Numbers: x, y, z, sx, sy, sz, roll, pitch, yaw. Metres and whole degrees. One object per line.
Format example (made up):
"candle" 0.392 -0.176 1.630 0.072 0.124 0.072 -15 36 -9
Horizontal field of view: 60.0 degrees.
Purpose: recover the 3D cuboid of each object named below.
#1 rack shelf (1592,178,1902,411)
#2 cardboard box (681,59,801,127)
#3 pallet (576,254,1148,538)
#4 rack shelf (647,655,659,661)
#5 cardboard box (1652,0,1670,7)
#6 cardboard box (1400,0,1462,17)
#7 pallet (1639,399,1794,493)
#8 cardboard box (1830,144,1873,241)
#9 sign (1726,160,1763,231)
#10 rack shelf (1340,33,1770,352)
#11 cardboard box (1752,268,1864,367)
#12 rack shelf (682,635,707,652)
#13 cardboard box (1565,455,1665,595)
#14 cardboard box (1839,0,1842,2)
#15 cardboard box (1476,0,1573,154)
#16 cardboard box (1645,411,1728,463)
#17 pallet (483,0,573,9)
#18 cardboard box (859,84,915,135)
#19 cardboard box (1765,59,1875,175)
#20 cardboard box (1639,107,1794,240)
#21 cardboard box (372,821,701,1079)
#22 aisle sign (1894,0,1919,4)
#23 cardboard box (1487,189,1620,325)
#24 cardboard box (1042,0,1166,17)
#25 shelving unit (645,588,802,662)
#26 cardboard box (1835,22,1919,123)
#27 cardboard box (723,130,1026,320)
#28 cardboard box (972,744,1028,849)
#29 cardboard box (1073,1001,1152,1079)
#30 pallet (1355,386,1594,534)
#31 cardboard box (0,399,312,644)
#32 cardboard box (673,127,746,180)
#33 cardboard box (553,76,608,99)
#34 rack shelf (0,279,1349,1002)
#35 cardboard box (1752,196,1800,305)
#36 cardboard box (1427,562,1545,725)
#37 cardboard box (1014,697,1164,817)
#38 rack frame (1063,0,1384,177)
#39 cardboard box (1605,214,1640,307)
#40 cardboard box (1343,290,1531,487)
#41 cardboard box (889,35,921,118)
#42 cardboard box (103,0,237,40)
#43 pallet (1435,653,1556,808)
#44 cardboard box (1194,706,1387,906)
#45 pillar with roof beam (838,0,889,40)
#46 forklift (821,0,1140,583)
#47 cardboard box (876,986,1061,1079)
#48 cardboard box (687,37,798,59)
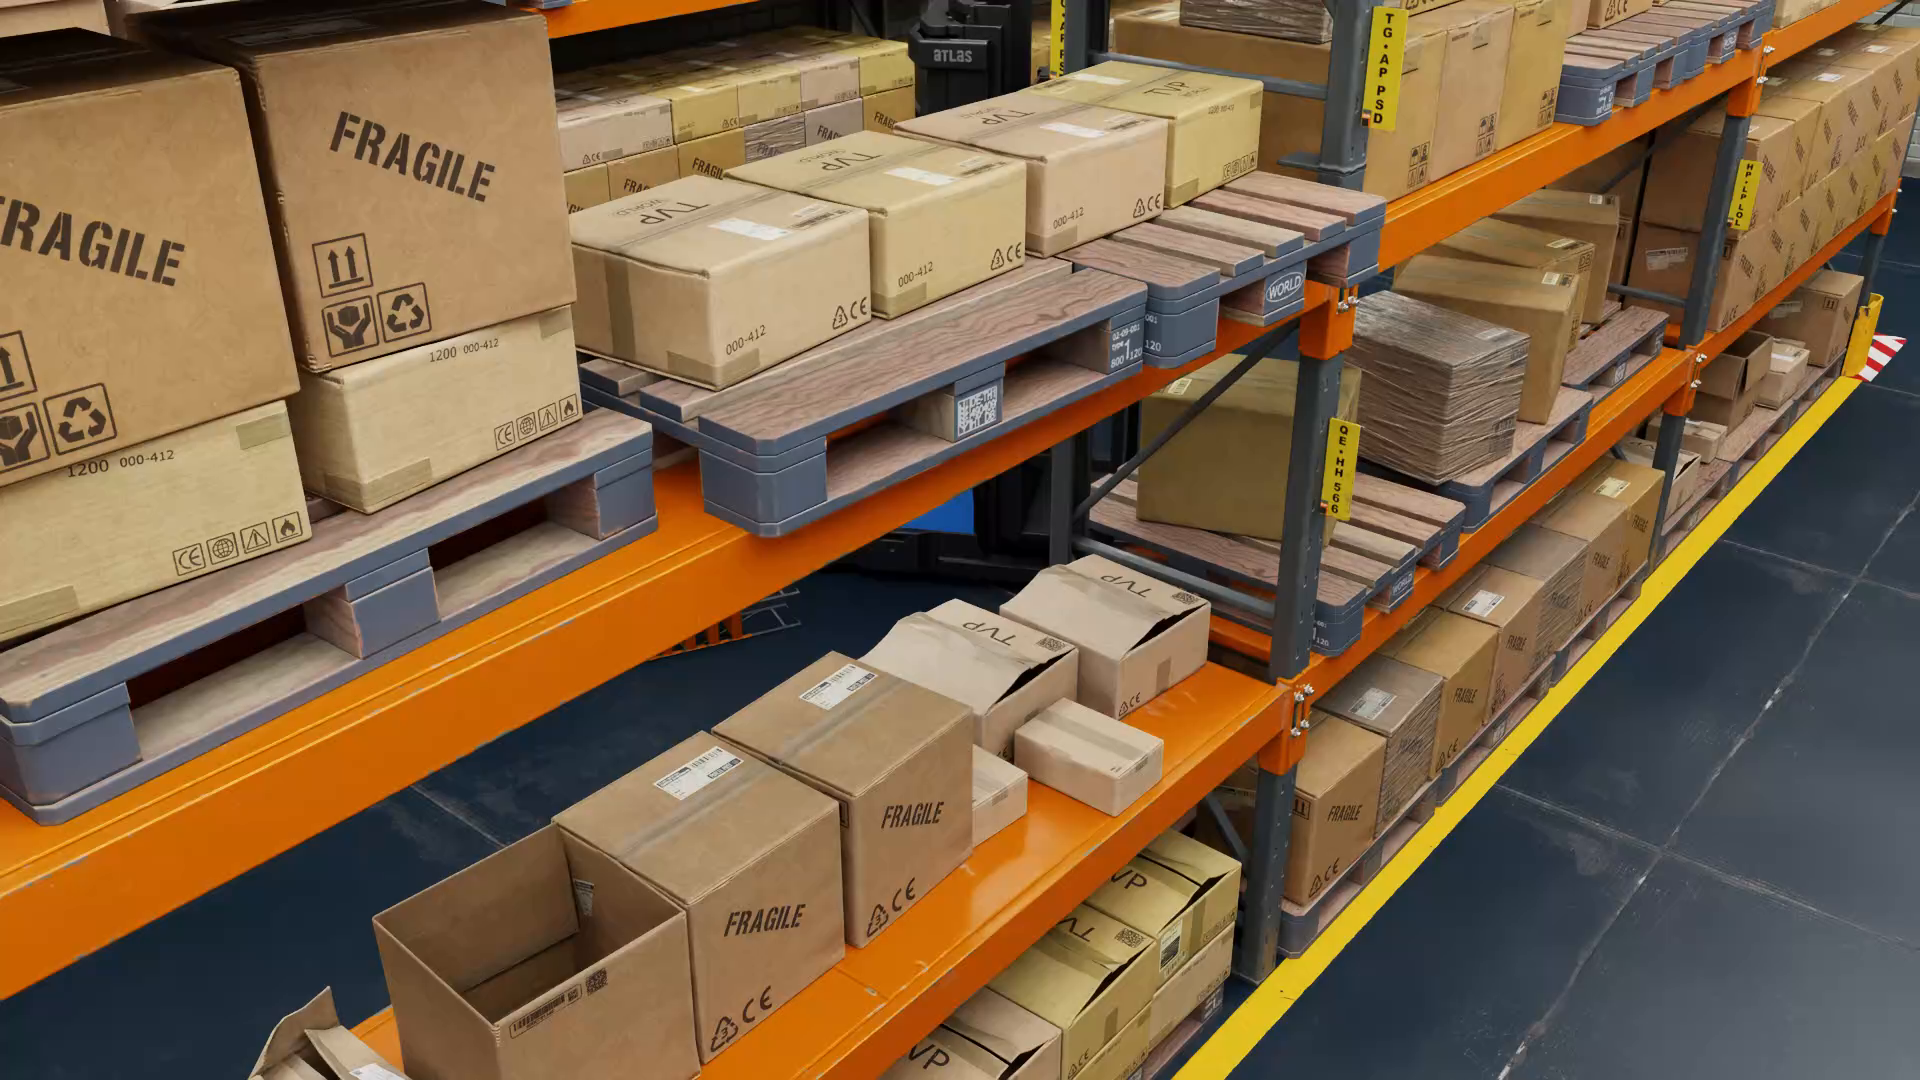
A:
"rack shelf" 4.561 -1.671 9.998 1.077 0.370 4.000 21 34 34
"cardboard box" -1.293 -2.646 9.830 0.500 0.250 0.500 22 34 35
"pallet" -0.327 -0.447 3.791 1.003 0.211 1.213 23 35 37
"rack shelf" -1.568 0.456 8.157 0.103 0.180 0.258 -13 30 -23
"cardboard box" 2.911 -2.732 7.327 0.600 0.600 0.600 17 32 30
"cardboard box" 1.351 -2.017 5.423 0.500 0.500 0.500 21 34 34
"pallet" 4.502 -0.720 10.413 1.003 0.211 1.213 21 34 34
"cardboard box" 5.109 -2.145 10.023 0.500 0.500 0.500 21 34 35
"sign" 3.719 -1.634 7.885 0.100 0.325 0.005 21 34 34
"rack shelf" 2.016 -1.585 6.567 1.077 0.370 4.000 21 34 34
"cardboard box" 5.677 -1.520 11.165 0.500 0.500 0.500 21 34 34
"rack shelf" -1.352 0.408 8.250 0.103 0.180 0.258 -13 30 -23
"cardboard box" 3.196 -0.108 8.435 0.500 0.500 0.500 21 34 34
"cardboard box" 4.429 -3.000 8.683 0.500 0.250 0.500 21 34 34
"cardboard box" 1.651 -1.769 6.032 0.910 0.500 0.500 21 34 34
"cardboard box" 4.265 -0.613 9.776 0.380 0.166 0.250 21 34 34
"pallet" -2.712 -2.802 8.342 1.213 0.211 1.003 23 35 37
"cardboard box" -0.635 -2.676 10.703 0.500 0.500 0.500 20 33 34
"cardboard box" 4.788 -2.403 9.433 0.500 0.500 0.500 22 35 36
"cardboard box" 3.805 -1.854 8.373 0.500 0.500 0.500 22 34 36
"cardboard box" -0.964 1.057 3.834 0.500 0.500 0.500 24 36 38
"aisle sign" 6.113 -3.789 10.480 0.394 0.787 0.004 21 34 34
"cardboard box" 2.815 -1.409 8.144 0.700 0.500 0.500 9 29 18
"cardboard box" 1.237 -3.834 13.070 0.980 0.700 0.700 20 34 34
"shelving unit" -1.392 0.417 8.233 1.200 0.189 0.258 -13 30 -23
"cardboard box" 5.762 -2.950 10.490 0.500 0.500 0.500 20 34 34
"cardboard box" -0.193 -0.747 3.871 0.500 0.250 0.500 20 33 33
"cardboard box" -0.023 0.717 4.872 0.380 0.149 0.250 24 36 38
"cardboard box" 0.273 1.613 5.402 0.500 0.250 0.500 20 34 34
"pallet" 1.978 -0.468 7.100 1.003 0.211 1.213 21 34 34
"cardboard box" -1.401 -0.113 2.645 0.500 0.250 0.500 -24 36 -38
"cardboard box" -1.592 -2.138 9.663 0.500 0.500 0.500 22 34 36
"cardboard box" -2.331 -2.428 9.408 0.500 0.250 0.500 20 33 33
"rack shelf" -0.528 -0.167 3.826 1.077 0.370 4.000 21 34 34
"cardboard box" 4.146 -1.609 8.987 0.500 0.500 0.500 21 34 35
"cardboard box" 2.234 0.424 7.408 0.500 0.500 0.500 19 33 33
"cardboard box" 0.385 0.648 5.006 0.380 0.149 0.250 21 34 34
"rack frame" 0.744 -2.527 4.342 1.000 3.000 0.127 21 34 34
"cardboard box" 3.408 -1.578 8.926 0.500 0.500 0.500 21 34 35
"cardboard box" 1.787 -0.618 6.615 0.500 0.500 0.700 -21 34 -34
"cardboard box" -0.179 -3.048 11.551 0.980 0.700 0.700 21 34 35
"cardboard box" -3.330 -2.277 7.197 0.500 0.311 0.500 21 34 34
"pallet" 2.025 0.691 7.684 1.003 0.211 1.213 21 34 34
"cardboard box" 1.254 0.974 6.344 0.500 0.500 0.500 22 35 36
"pillar with roof beam" 2.563 -4.635 8.416 9.100 9.000 0.400 21 34 34
"forklift" 0.613 -1.249 8.474 3.031 2.935 1.130 5 28 9
"cardboard box" -0.048 1.545 4.924 0.500 0.311 0.500 20 34 34
"cardboard box" -1.358 -2.972 10.459 0.500 0.250 0.500 21 34 35
